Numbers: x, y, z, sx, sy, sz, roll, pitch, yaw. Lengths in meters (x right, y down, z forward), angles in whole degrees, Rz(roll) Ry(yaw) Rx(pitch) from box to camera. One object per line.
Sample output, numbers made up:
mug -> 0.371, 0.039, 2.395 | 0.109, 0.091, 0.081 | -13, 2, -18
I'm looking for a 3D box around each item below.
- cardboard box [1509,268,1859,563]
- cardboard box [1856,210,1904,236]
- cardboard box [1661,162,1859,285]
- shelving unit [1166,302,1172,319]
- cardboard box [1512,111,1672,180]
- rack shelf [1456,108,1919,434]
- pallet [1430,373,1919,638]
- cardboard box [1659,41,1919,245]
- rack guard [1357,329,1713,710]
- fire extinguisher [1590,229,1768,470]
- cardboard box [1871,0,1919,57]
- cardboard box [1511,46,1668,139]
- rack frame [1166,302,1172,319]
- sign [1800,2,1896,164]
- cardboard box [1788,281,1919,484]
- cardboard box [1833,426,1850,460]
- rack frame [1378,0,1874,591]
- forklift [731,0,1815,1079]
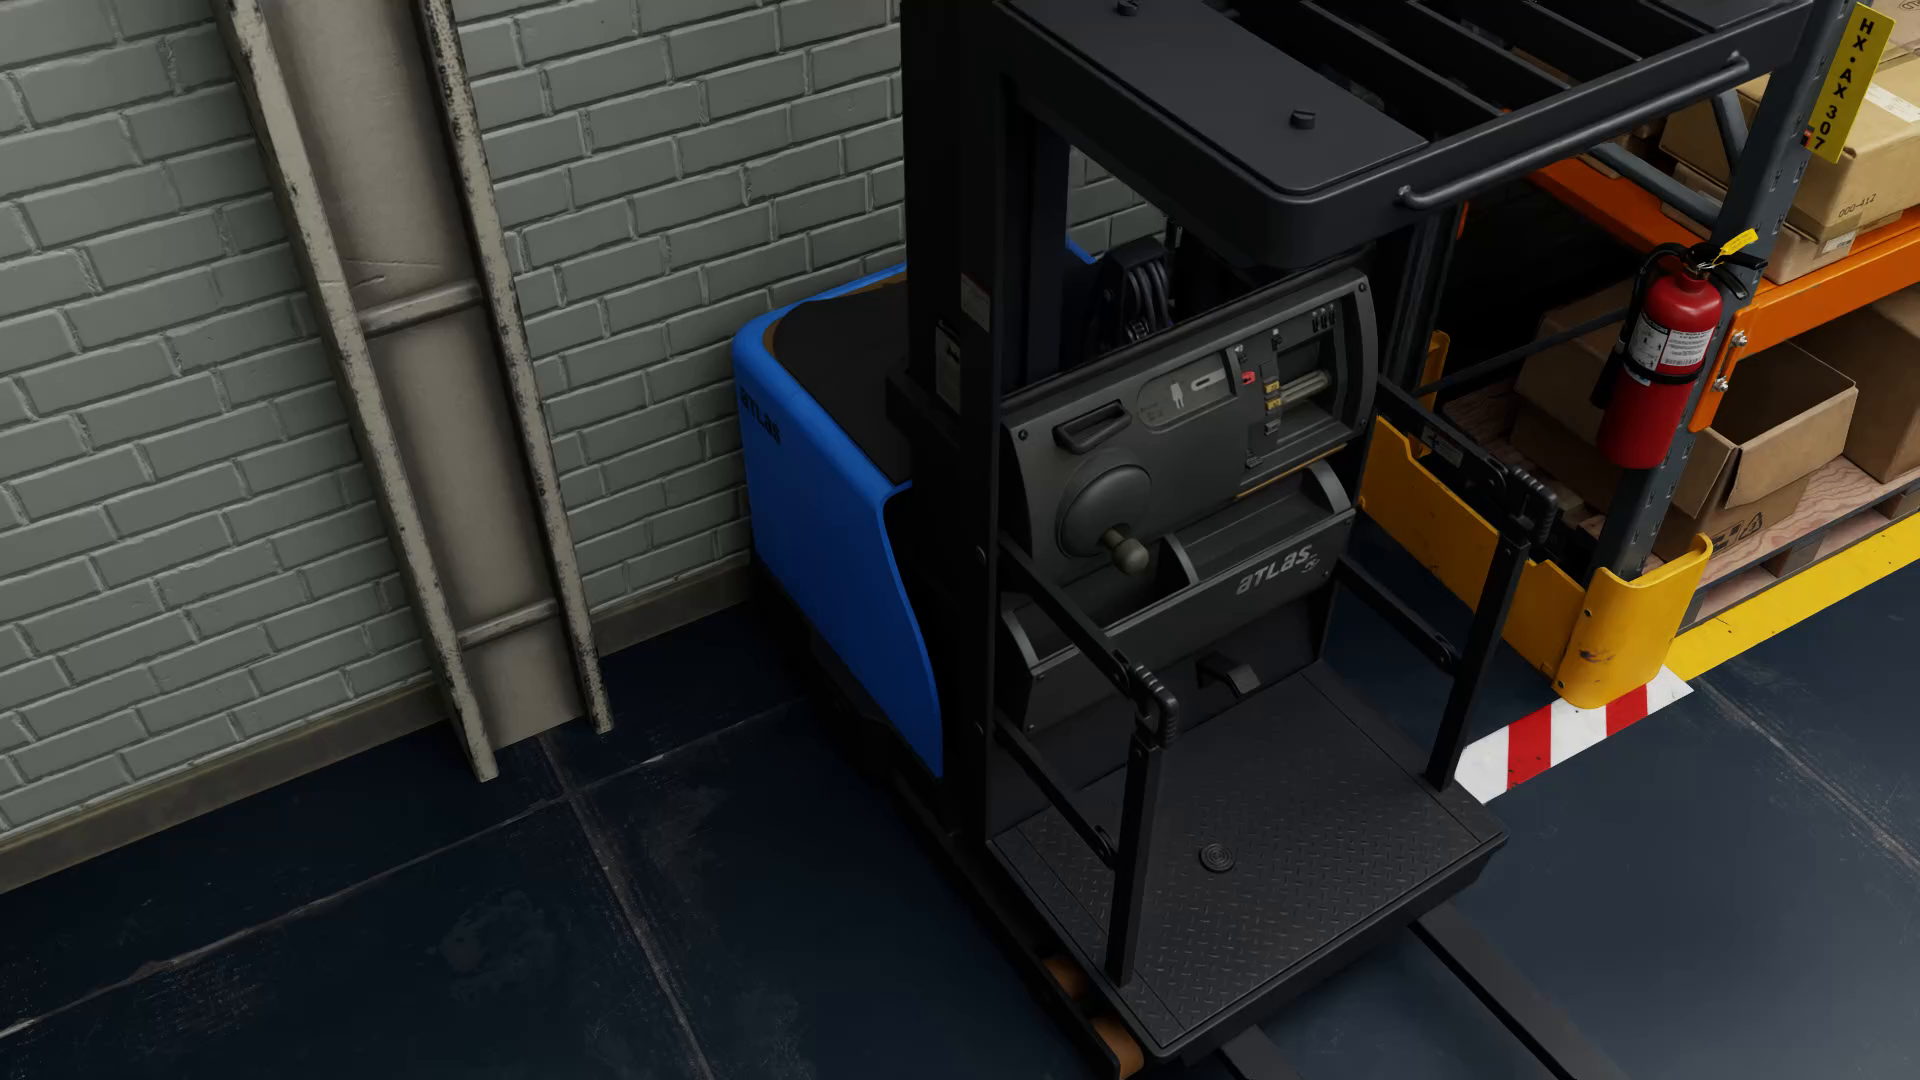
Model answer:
cardboard box -> 2.142, -0.371, 4.970 | 0.637, 0.503, 0.797 | -24, 49, -22
cardboard box -> 2.183, -0.936, 4.241 | 0.250, 0.149, 0.380 | -21, 48, -20
cardboard box -> 1.986, -0.820, 4.121 | 0.250, 0.149, 0.380 | -22, 48, -21
shelving unit -> 0.503, -0.433, 5.076 | 0.210, 0.900, 0.258 | -26, 55, -10
cardboard box -> 1.718, -1.148, 4.460 | 0.250, 0.149, 0.380 | -22, 48, -21
rack shelf -> 3.298, -1.397, 5.052 | 4.000, 0.370, 1.077 | -22, 48, -21
pallet -> 2.321, -0.264, 5.371 | 1.213, 0.211, 1.003 | -22, 48, -21
cardboard box -> 2.092, -1.009, 4.030 | 0.500, 0.250, 0.500 | -22, 48, -21
rack guard -> 1.630, -0.091, 4.985 | 0.348, 0.500, 1.175 | -22, 48, -21
fire extinguisher -> 1.667, -0.470, 3.903 | 0.183, 0.674, 0.296 | -22, 48, -21
cardboard box -> 2.529, -1.184, 4.210 | 0.500, 0.250, 0.500 | -21, 48, -21
cardboard box -> 1.831, -1.334, 4.365 | 0.500, 0.250, 0.500 | -20, 48, -20
rack frame -> 0.592, -0.476, 5.094 | 0.006, 0.900, 0.240 | -26, 55, -10
sign -> 1.834, -0.944, 3.448 | 0.005, 0.325, 0.100 | -22, 48, -21
cardboard box -> 2.902, -0.643, 5.252 | 0.500, 0.500, 0.700 | -20, 48, -19
cardboard box -> 2.529, -0.368, 5.221 | 0.250, 0.149, 0.380 | -24, 49, -22
rack frame -> 1.564, -0.961, 4.087 | 0.127, 3.000, 1.000 | -22, 48, -21
forklift -> 0.621, -0.158, 3.309 | 1.130, 2.935, 3.031 | -25, 49, -23
